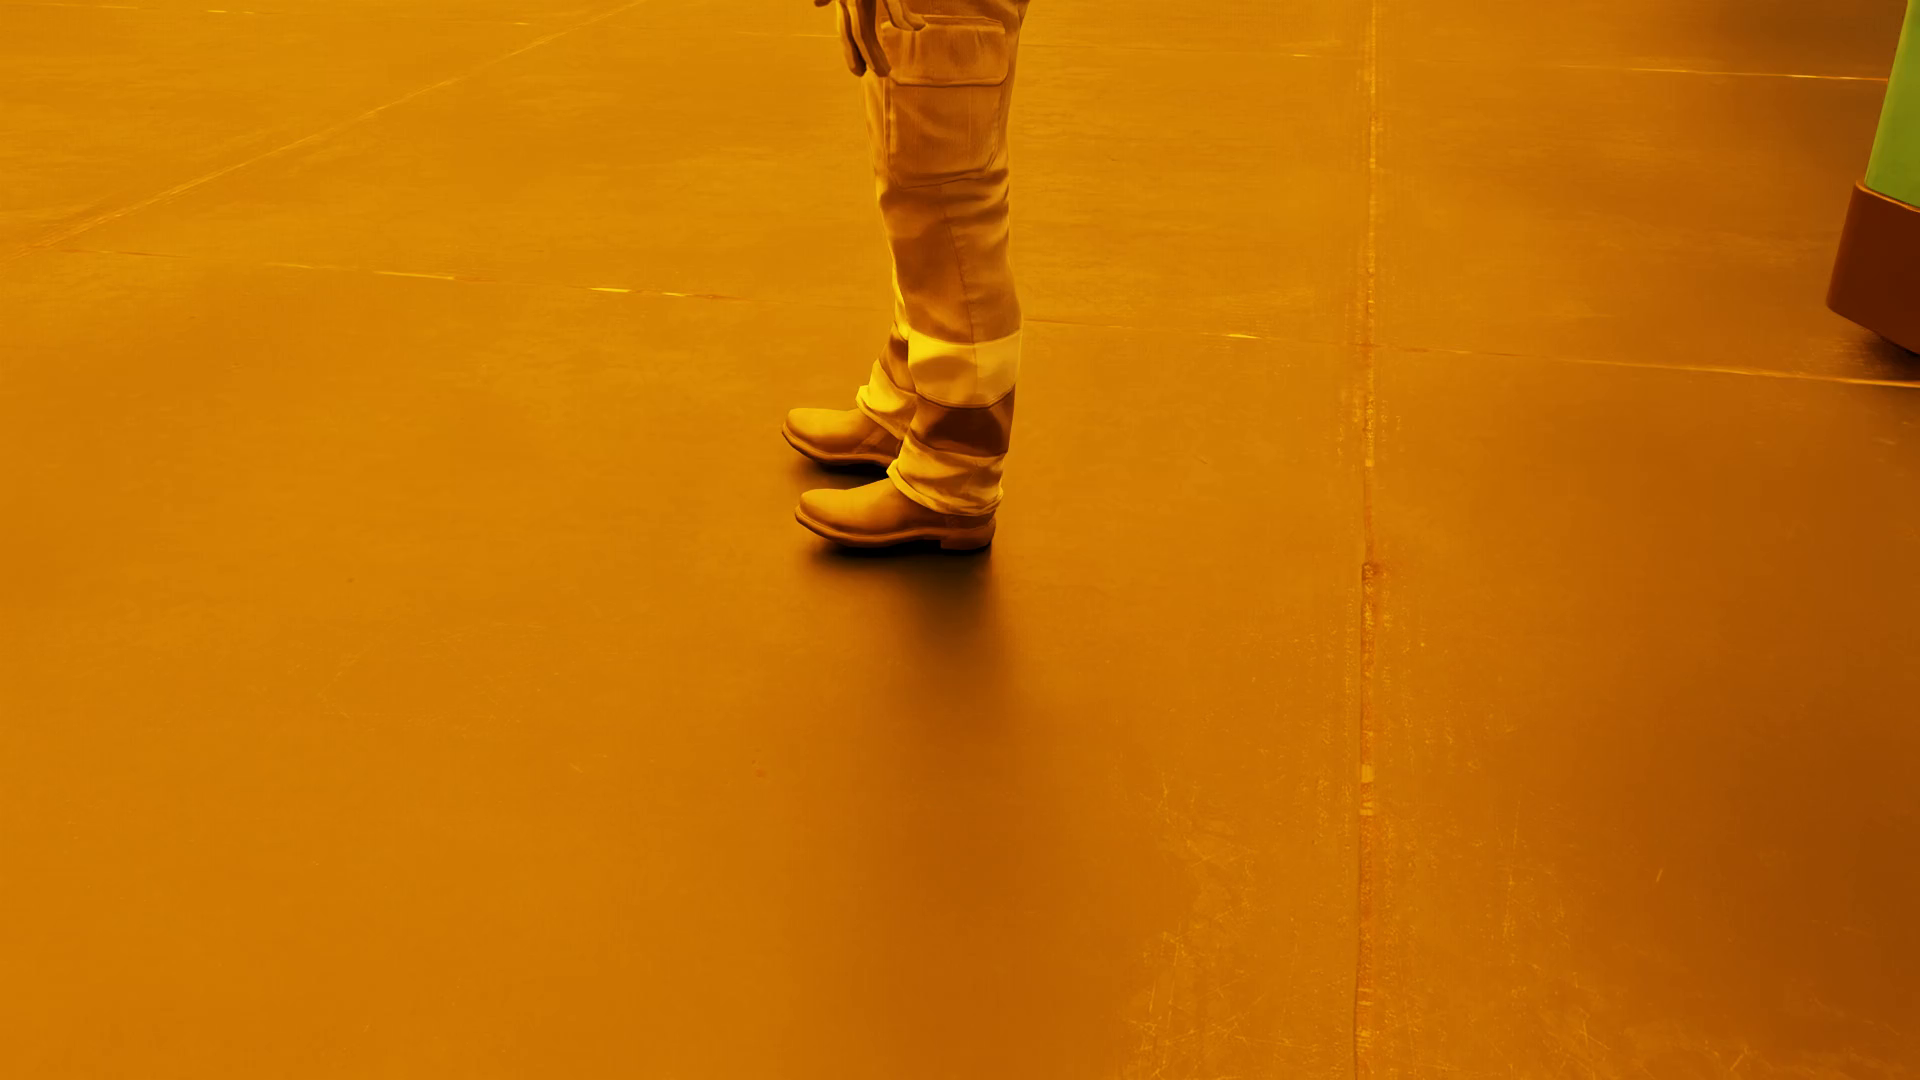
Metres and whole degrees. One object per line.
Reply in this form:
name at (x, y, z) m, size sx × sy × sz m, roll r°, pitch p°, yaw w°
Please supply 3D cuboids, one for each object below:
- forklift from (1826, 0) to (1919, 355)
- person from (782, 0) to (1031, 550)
forklift at (3.253, -1.616, 2.449) m, size 3.031 × 2.935 × 1.130 m, roll -5°, pitch 27°, yaw -9°
person at (-0.075, -0.819, 2.120) m, size 0.564 × 1.787 × 0.637 m, roll 6°, pitch 27°, yaw 11°
